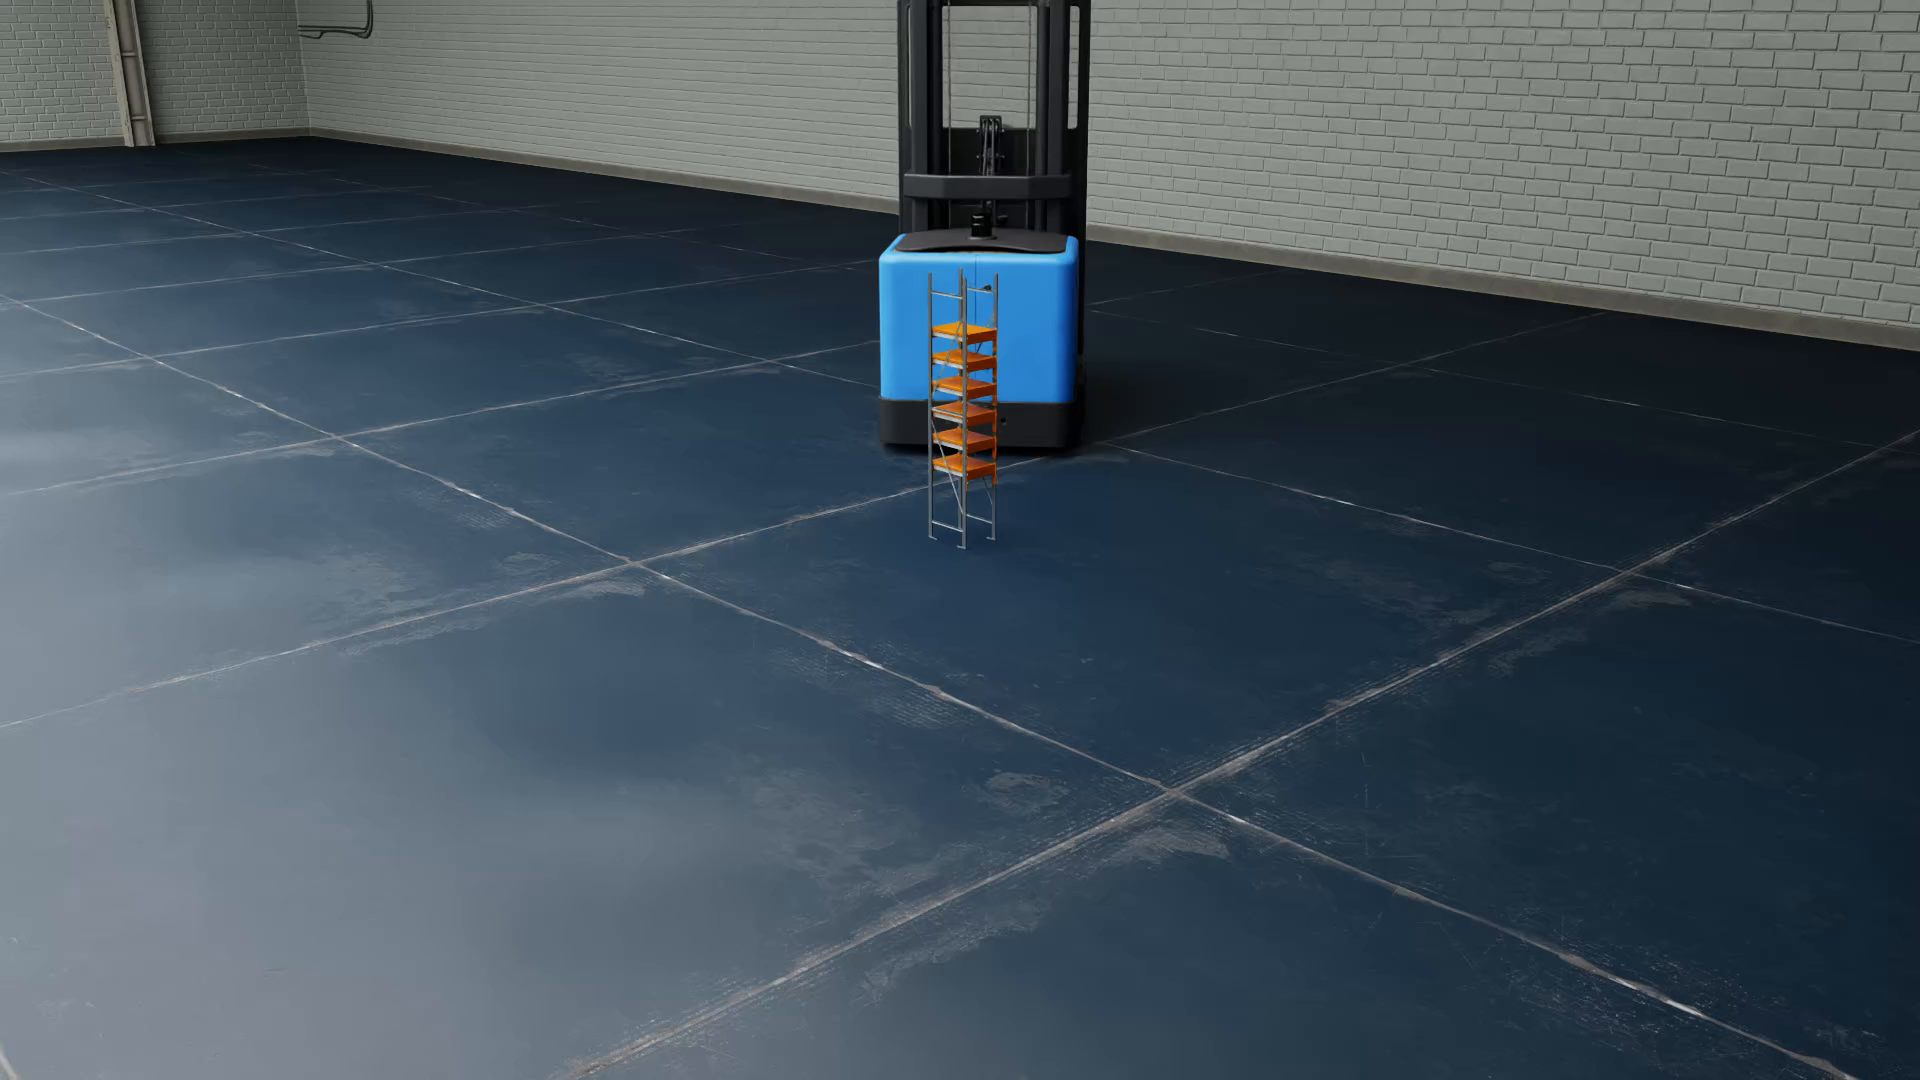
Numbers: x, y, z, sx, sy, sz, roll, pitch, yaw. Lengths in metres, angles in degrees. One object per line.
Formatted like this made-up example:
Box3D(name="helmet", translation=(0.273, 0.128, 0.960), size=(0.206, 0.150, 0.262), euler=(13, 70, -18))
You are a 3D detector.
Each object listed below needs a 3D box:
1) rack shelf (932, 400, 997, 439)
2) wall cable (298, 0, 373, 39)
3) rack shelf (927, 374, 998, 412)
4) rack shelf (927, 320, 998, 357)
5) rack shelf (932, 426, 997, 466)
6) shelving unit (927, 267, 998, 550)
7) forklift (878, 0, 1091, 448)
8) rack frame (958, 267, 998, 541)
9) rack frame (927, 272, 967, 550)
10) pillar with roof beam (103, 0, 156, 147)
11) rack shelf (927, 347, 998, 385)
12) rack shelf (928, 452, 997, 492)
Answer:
Box3D(name="rack shelf", translation=(0.011, -0.532, 7.323), size=(0.180, 0.103, 0.258), euler=(-16, 24, -41))
Box3D(name="wall cable", translation=(-10.709, -9.752, 28.008), size=(0.112, 2.526, 3.097), euler=(-16, 24, -41))
Box3D(name="rack shelf", translation=(0.011, -0.646, 7.286), size=(0.180, 0.103, 0.258), euler=(-16, 24, -41))
Box3D(name="rack shelf", translation=(0.011, -0.874, 7.212), size=(0.180, 0.103, 0.258), euler=(-16, 24, -41))
Box3D(name="rack shelf", translation=(0.011, -0.417, 7.360), size=(0.180, 0.103, 0.258), euler=(-16, 24, -41))
Box3D(name="shelving unit", translation=(0.011, -0.574, 7.309), size=(0.189, 1.200, 0.258), euler=(-16, 24, -41))
Box3D(name="forklift", translation=(0.212, -2.288, 9.789), size=(1.130, 2.935, 3.031), euler=(2, 18, 5))
Box3D(name="rack frame", translation=(0.077, -0.593, 7.369), size=(0.006, 1.200, 0.240), euler=(-16, 24, -41))
Box3D(name="rack frame", translation=(-0.056, -0.554, 7.249), size=(0.006, 1.200, 0.240), euler=(-16, 24, -41))
Box3D(name="pillar with roof beam", translation=(-10.800, -9.937, 23.542), size=(0.400, 9.000, 9.100), euler=(-16, 24, -41))
Box3D(name="rack shelf", translation=(0.011, -0.760, 7.249), size=(0.180, 0.103, 0.258), euler=(-16, 24, -41))
Box3D(name="rack shelf", translation=(0.011, -0.303, 7.397), size=(0.180, 0.103, 0.258), euler=(-16, 24, -41))
